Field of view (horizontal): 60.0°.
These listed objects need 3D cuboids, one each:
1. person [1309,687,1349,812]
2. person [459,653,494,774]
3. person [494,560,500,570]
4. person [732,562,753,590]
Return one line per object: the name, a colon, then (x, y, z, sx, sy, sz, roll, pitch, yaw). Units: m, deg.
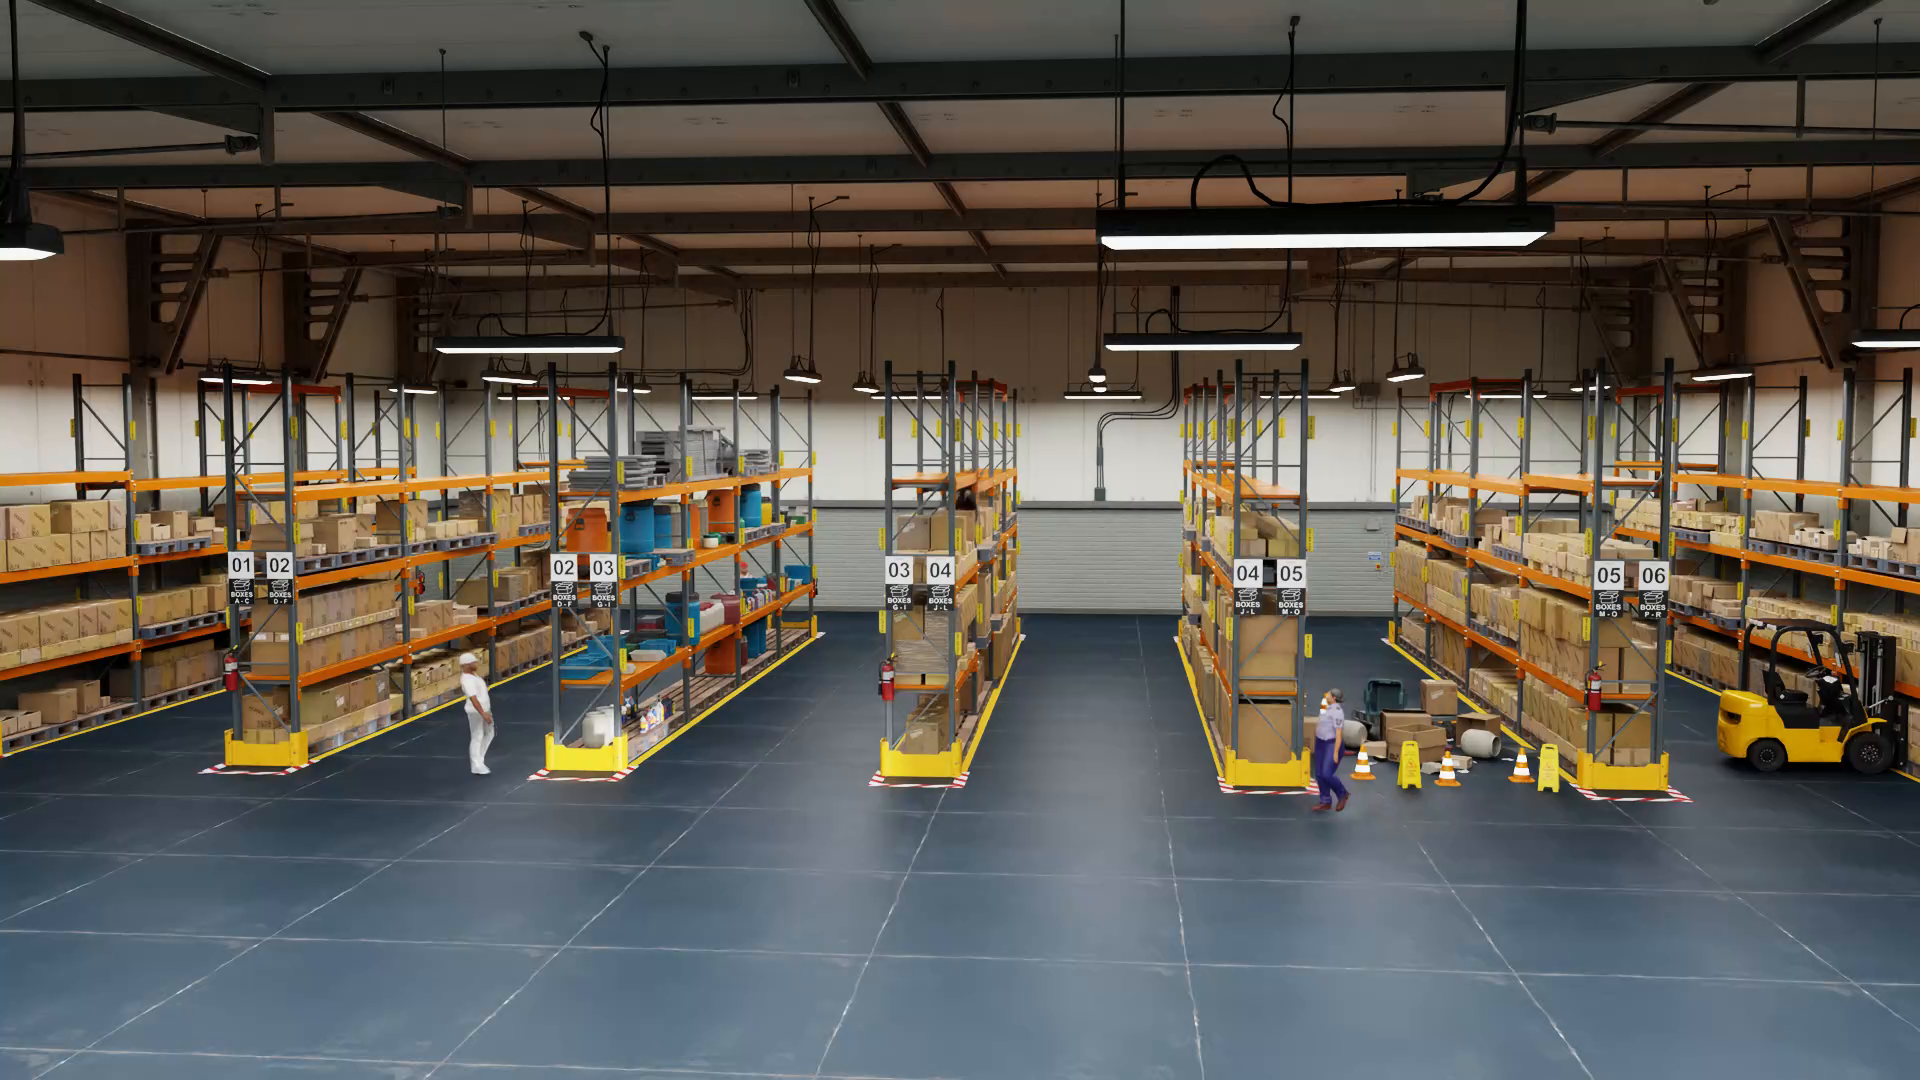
person: (4.828, 2.739, 21.745, 0.446, 1.638, 0.501, -2, 4, -30)
person: (-7.037, 2.545, 24.348, 0.586, 1.801, 0.684, 0, 4, 7)
person: (-12.400, 1.295, 44.307, 0.649, 1.563, 0.444, 3, 5, 34)
person: (-5.359, 1.421, 41.159, 0.690, 1.737, 1.079, 0, 4, -1)
